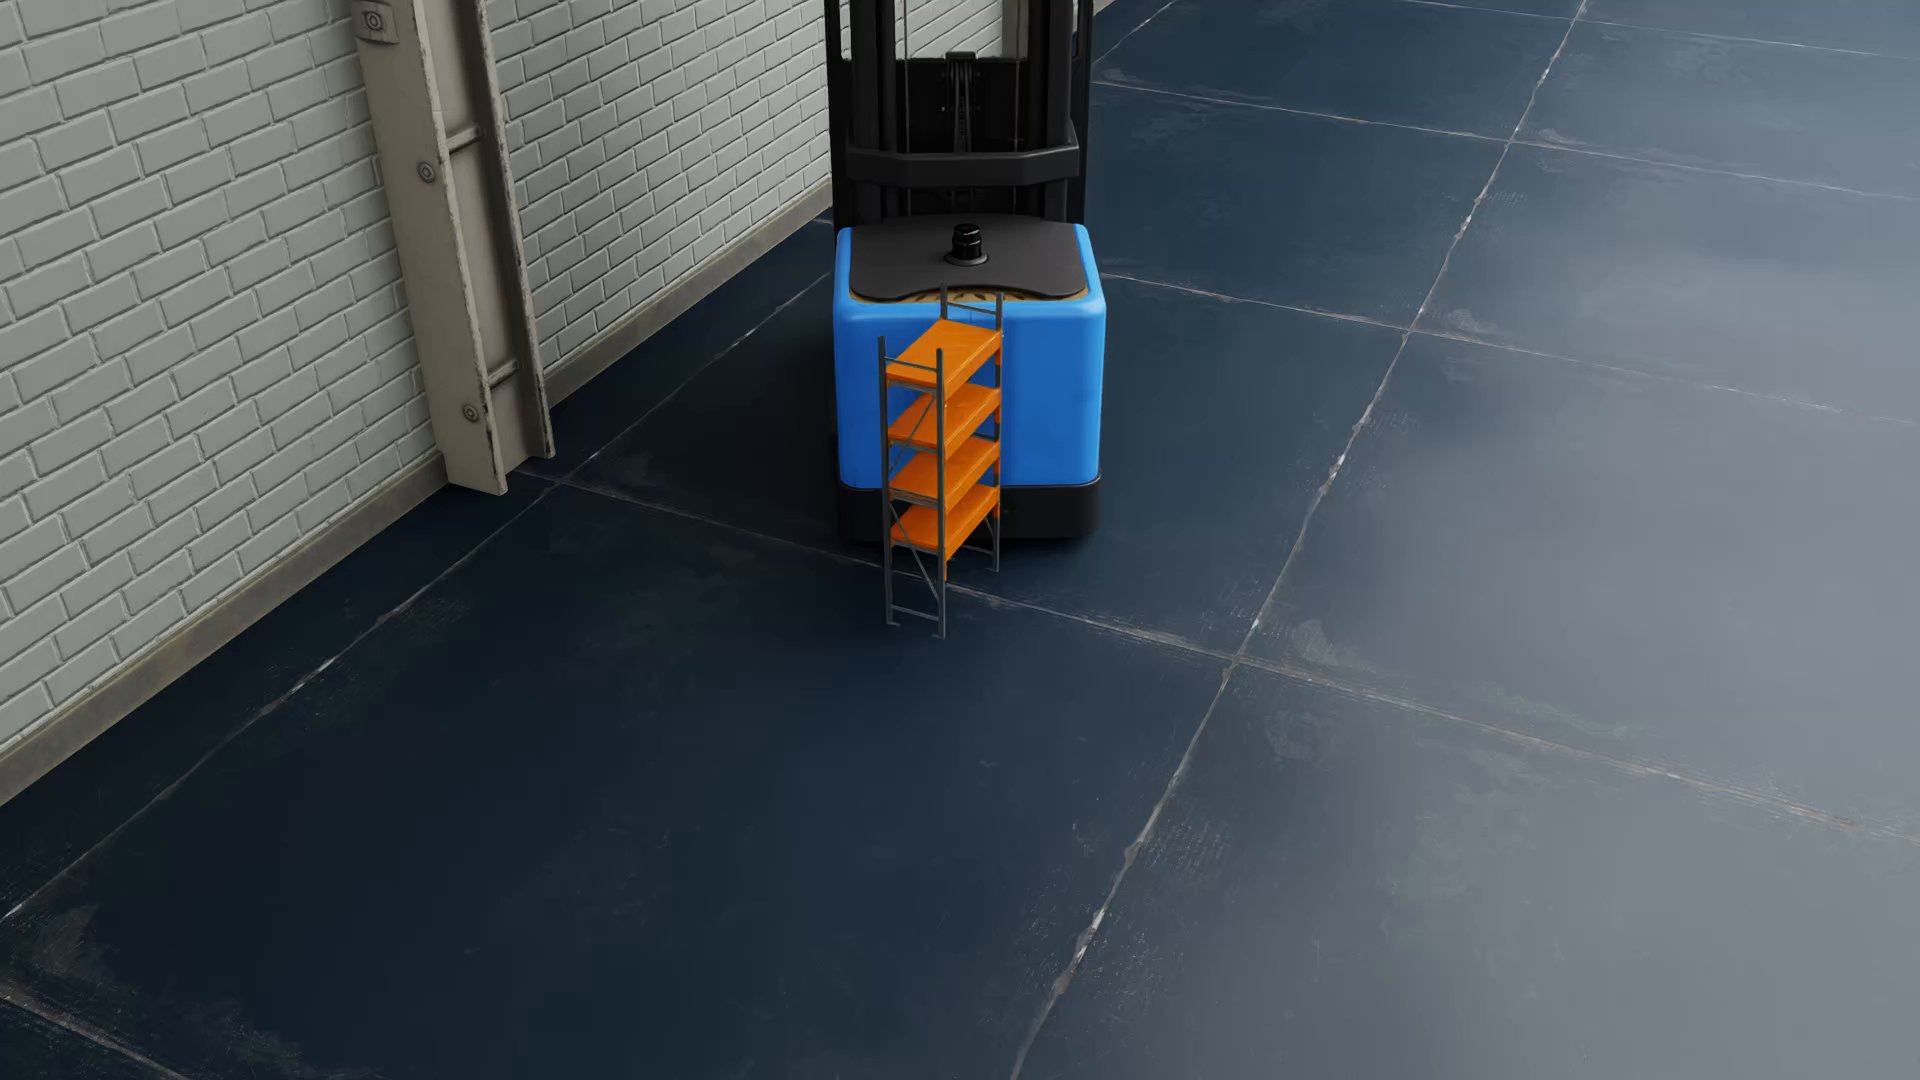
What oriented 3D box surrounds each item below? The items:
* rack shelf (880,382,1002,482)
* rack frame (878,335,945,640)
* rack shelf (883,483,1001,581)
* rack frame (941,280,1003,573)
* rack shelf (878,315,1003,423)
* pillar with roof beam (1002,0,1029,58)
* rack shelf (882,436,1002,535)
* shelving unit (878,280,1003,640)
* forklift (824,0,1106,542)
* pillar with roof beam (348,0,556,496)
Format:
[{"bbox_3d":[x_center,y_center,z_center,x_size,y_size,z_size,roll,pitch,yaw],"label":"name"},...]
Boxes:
[{"bbox_3d":[-0.062,-0.412,5.999,0.258,0.148,0.480,14,36,21],"label":"rack shelf"},{"bbox_3d":[-0.166,-0.160,5.900,0.240,1.200,0.015,14,36,21],"label":"rack frame"},{"bbox_3d":[-0.062,-0.059,6.230,0.258,0.148,0.480,14,36,21],"label":"rack shelf"},{"bbox_3d":[0.042,-0.402,6.269,0.240,1.200,0.015,14,36,21],"label":"rack frame"},{"bbox_3d":[-0.062,-0.610,5.869,0.258,0.148,0.480,14,36,21],"label":"rack shelf"},{"bbox_3d":[4.419,-6.084,7.822,9.100,9.000,0.400,14,36,20],"label":"pillar with roof beam"},{"bbox_3d":[-0.062,-0.225,6.121,0.258,0.148,0.480,14,36,21],"label":"rack shelf"},{"bbox_3d":[-0.062,-0.281,6.085,0.258,1.200,0.503,14,36,21],"label":"shelving unit"},{"bbox_3d":[-0.015,-1.996,7.122,1.130,2.935,3.031,-1,33,-2],"label":"forklift"},{"bbox_3d":[1.909,-3.096,3.264,9.100,9.000,0.400,14,36,20],"label":"pillar with roof beam"}]
